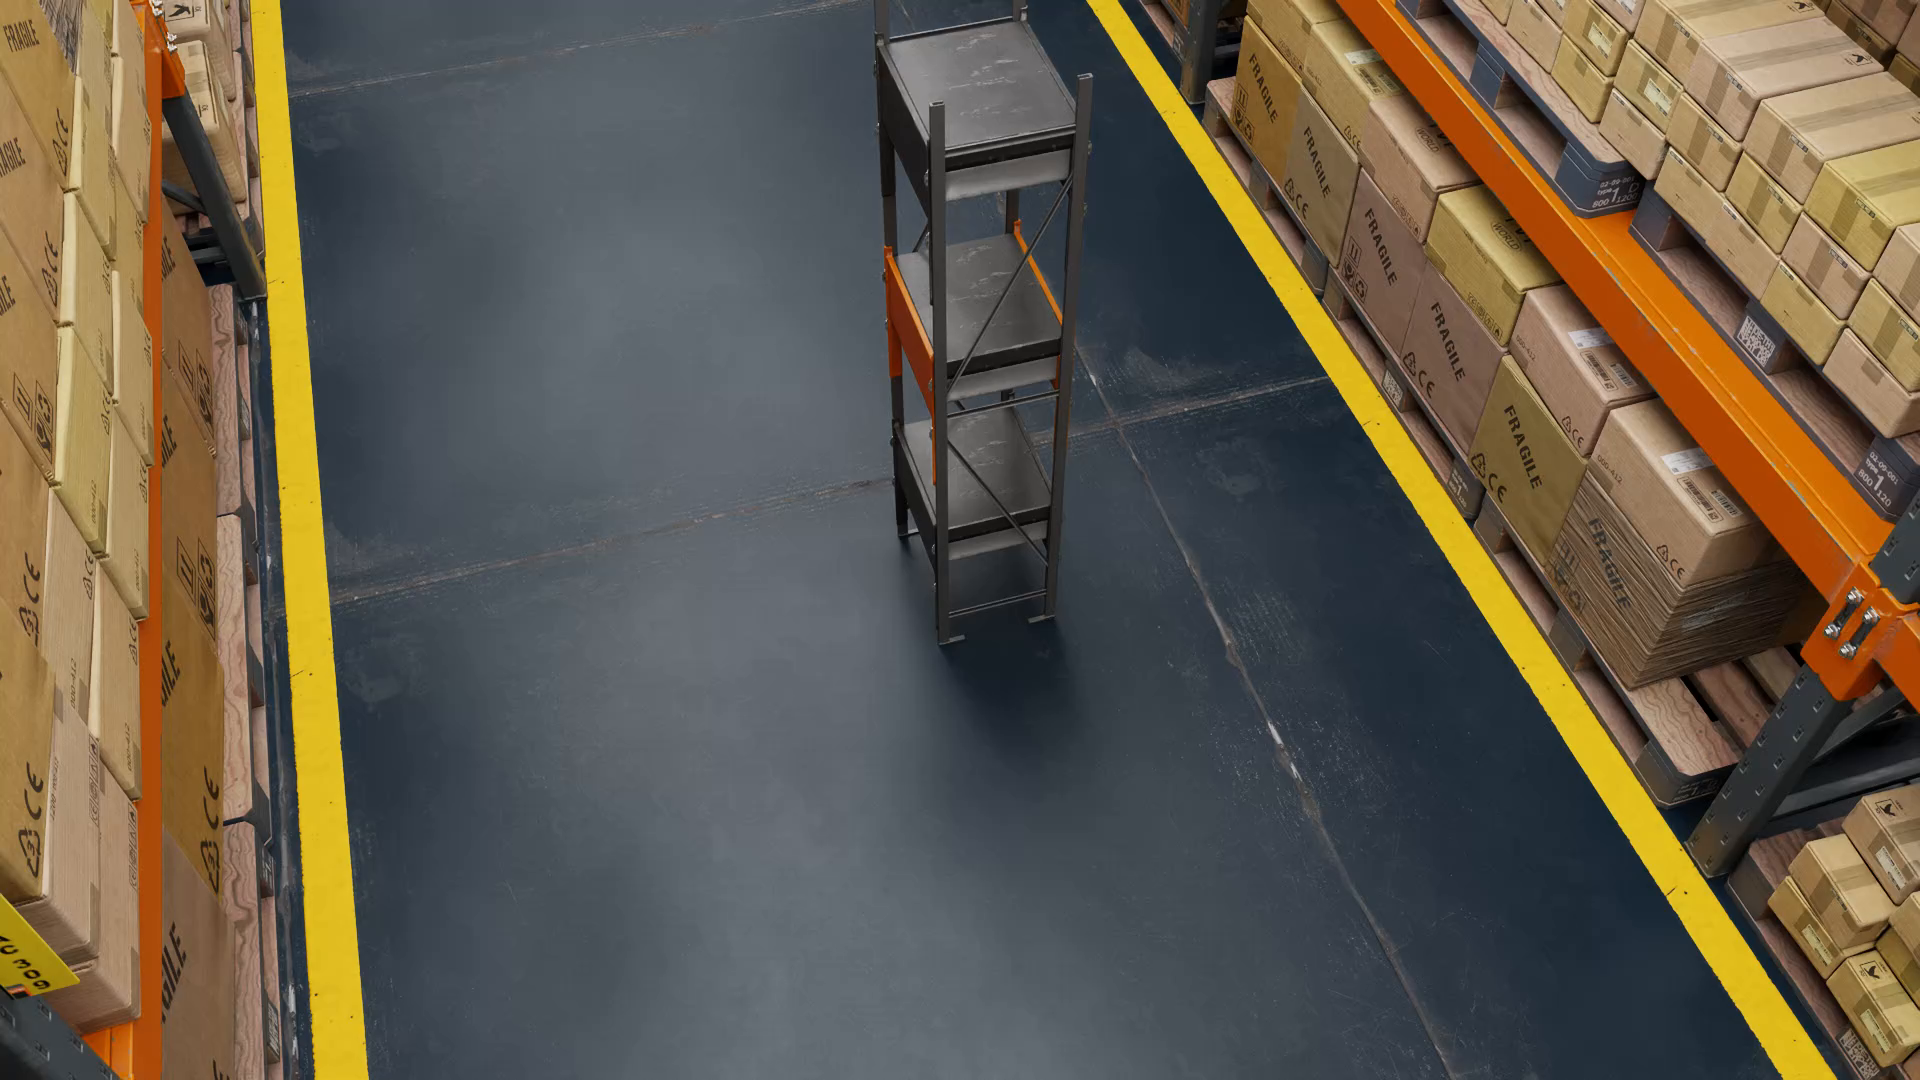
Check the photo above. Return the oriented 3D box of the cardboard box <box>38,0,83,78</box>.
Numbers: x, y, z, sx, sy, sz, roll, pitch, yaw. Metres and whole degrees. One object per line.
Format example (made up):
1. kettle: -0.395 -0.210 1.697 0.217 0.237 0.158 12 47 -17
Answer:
1. cardboard box: -2.660 -1.513 4.344 0.500 0.500 0.500 -13 51 -10

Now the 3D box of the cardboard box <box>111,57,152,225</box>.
1. cardboard box: -2.659 -1.121 4.831 0.500 0.250 0.500 -12 51 -10

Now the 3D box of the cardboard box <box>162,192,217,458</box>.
1. cardboard box: -3.097 -0.777 5.558 0.875 0.875 0.875 -14 51 -11

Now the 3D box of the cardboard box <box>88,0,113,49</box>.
1. cardboard box: -2.836 -1.666 4.964 0.500 0.250 0.500 -13 51 -11

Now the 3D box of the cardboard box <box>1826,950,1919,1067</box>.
1. cardboard box: 2.539 1.195 4.370 0.380 0.149 0.250 -12 51 -10

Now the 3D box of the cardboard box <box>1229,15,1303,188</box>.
1. cardboard box: 1.442 -1.798 6.664 0.500 0.500 0.500 -15 52 -13

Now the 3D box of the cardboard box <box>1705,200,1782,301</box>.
1. cardboard box: 2.204 -0.793 4.346 0.380 0.149 0.250 -13 51 -11

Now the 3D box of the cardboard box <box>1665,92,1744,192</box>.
1. cardboard box: 2.118 -1.090 4.402 0.380 0.149 0.250 -15 51 -12

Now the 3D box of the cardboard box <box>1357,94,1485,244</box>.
1. cardboard box: 1.733 -1.321 5.771 0.500 0.250 0.500 -13 51 -11

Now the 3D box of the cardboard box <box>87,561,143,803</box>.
1. cardboard box: -2.072 0.362 3.581 0.500 0.250 0.500 -14 51 -12

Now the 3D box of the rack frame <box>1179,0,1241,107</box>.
1. rack frame: 1.476 -3.043 6.353 1.000 3.000 0.127 -13 51 -11

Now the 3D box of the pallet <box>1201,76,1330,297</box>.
1. pallet: 1.706 -1.573 6.938 1.003 0.211 1.213 -13 51 -11

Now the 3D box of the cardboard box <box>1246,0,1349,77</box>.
1. cardboard box: 1.449 -2.056 6.391 0.500 0.250 0.500 -15 52 -13

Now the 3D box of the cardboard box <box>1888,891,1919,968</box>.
1. cardboard box: 2.588 0.984 4.160 0.380 0.149 0.250 -11 51 -9

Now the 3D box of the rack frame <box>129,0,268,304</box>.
1. rack frame: -3.222 -1.849 5.347 1.000 3.000 0.127 -13 51 -11

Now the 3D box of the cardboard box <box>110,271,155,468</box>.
1. cardboard box: -2.347 -0.383 4.209 0.500 0.250 0.500 -14 51 -12

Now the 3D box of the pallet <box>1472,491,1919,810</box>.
1. pallet: 2.428 0.209 5.435 1.003 0.211 1.213 -13 51 -11

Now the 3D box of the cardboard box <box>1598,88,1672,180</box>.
1. cardboard box: 2.042 -1.178 4.671 0.380 0.149 0.250 -15 52 -13

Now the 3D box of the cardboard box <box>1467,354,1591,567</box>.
1. cardboard box: 2.048 -0.309 5.409 0.500 0.500 0.500 -14 51 -12

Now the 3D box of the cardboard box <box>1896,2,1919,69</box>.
1. cardboard box: 2.749 -1.332 4.411 0.380 0.149 0.250 -14 51 -11

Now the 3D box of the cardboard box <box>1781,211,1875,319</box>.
1. cardboard box: 2.274 -0.709 4.081 0.380 0.149 0.250 -13 51 -11

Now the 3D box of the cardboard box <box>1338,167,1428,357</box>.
1. cardboard box: 1.750 -1.058 6.040 0.500 0.500 0.500 -14 51 -12

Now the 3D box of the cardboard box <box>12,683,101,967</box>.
1. cardboard box: -1.900 0.574 3.075 0.500 0.250 0.500 -15 51 -12

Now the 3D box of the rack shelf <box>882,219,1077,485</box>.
1. rack shelf: 0.049 -0.547 4.856 0.431 0.518 0.480 -13 51 -11

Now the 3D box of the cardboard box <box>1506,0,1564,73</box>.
1. cardboard box: 1.886 -1.566 4.998 0.380 0.149 0.250 -15 51 -12

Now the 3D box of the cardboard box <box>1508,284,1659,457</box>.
1. cardboard box: 2.058 -0.558 5.128 0.500 0.250 0.500 -11 51 -9

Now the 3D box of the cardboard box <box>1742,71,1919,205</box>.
1. cardboard box: 2.199 -1.001 4.133 0.380 0.149 0.250 -15 51 -12

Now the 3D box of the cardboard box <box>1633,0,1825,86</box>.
1. cardboard box: 2.052 -1.373 4.446 0.380 0.149 0.250 -15 51 -12

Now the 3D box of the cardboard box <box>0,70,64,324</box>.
1. cardboard box: -2.377 -0.777 3.724 0.500 0.500 0.500 -14 51 -12

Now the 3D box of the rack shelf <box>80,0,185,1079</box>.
1. rack shelf: -2.631 -0.157 4.391 1.077 0.370 4.000 -13 51 -11

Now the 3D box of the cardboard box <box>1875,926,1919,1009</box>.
1. cardboard box: 2.621 1.068 4.283 0.380 0.149 0.250 -13 51 -11

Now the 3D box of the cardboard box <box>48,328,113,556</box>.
1. cardboard box: -2.205 -0.175 3.707 0.500 0.250 0.500 -13 51 -11

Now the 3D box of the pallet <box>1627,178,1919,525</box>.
1. pallet: 2.572 -0.650 4.462 1.003 0.211 1.213 -13 51 -11

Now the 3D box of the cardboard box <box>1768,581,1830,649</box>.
1. cardboard box: 2.694 -0.050 5.191 0.500 0.500 0.500 -12 51 -10

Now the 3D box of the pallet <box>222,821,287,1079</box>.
1. pallet: -2.340 1.424 4.411 1.003 0.211 1.213 -13 51 -11

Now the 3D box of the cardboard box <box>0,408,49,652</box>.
1. cardboard box: -2.072 -0.034 3.098 0.500 0.500 0.500 -14 51 -11

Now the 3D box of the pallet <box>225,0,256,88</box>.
1. pallet: -3.809 -2.411 7.645 1.003 0.211 1.213 -13 51 -11

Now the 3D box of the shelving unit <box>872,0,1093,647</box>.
1. shelving unit: 0.049 -0.556 4.845 0.431 2.100 0.503 -13 51 -11

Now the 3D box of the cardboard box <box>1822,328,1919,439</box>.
1. cardboard box: 2.353 -0.421 4.032 0.380 0.149 0.250 -14 51 -12

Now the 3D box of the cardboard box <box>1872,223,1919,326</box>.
1. cardboard box: 2.354 -0.616 3.808 0.380 0.149 0.250 -11 51 -9

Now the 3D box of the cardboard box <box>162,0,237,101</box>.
1. cardboard box: -3.606 -2.090 6.994 0.950 0.372 0.625 -14 51 -12

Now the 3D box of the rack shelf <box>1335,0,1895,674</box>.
1. rack shelf: 2.068 -1.350 5.397 1.077 0.370 4.000 -13 51 -11

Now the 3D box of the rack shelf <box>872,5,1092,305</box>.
1. rack shelf: 0.049 -0.998 4.321 0.431 0.518 0.480 -13 51 -11

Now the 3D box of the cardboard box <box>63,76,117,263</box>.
1. cardboard box: -2.510 -0.923 4.337 0.500 0.250 0.500 -15 51 -12

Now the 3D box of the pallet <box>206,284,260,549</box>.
1. pallet: -3.061 -0.358 5.914 1.003 0.211 1.213 -13 51 -11

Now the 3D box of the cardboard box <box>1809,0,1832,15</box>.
1. cardboard box: 2.589 -1.620 4.849 0.380 0.149 0.250 -14 51 -12

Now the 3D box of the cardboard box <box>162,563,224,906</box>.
1. cardboard box: -2.574 0.529 4.457 0.875 0.875 0.875 -12 51 -10

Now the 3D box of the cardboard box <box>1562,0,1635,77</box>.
1. cardboard box: 1.960 -1.479 4.730 0.380 0.149 0.250 -13 51 -11

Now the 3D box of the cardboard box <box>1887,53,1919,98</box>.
1. cardboard box: 2.750 -1.230 4.520 0.380 0.149 0.250 -15 52 -13

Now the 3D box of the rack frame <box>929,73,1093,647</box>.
1. rack frame: 0.121 -0.378 4.695 0.400 2.100 0.015 -13 51 -11
